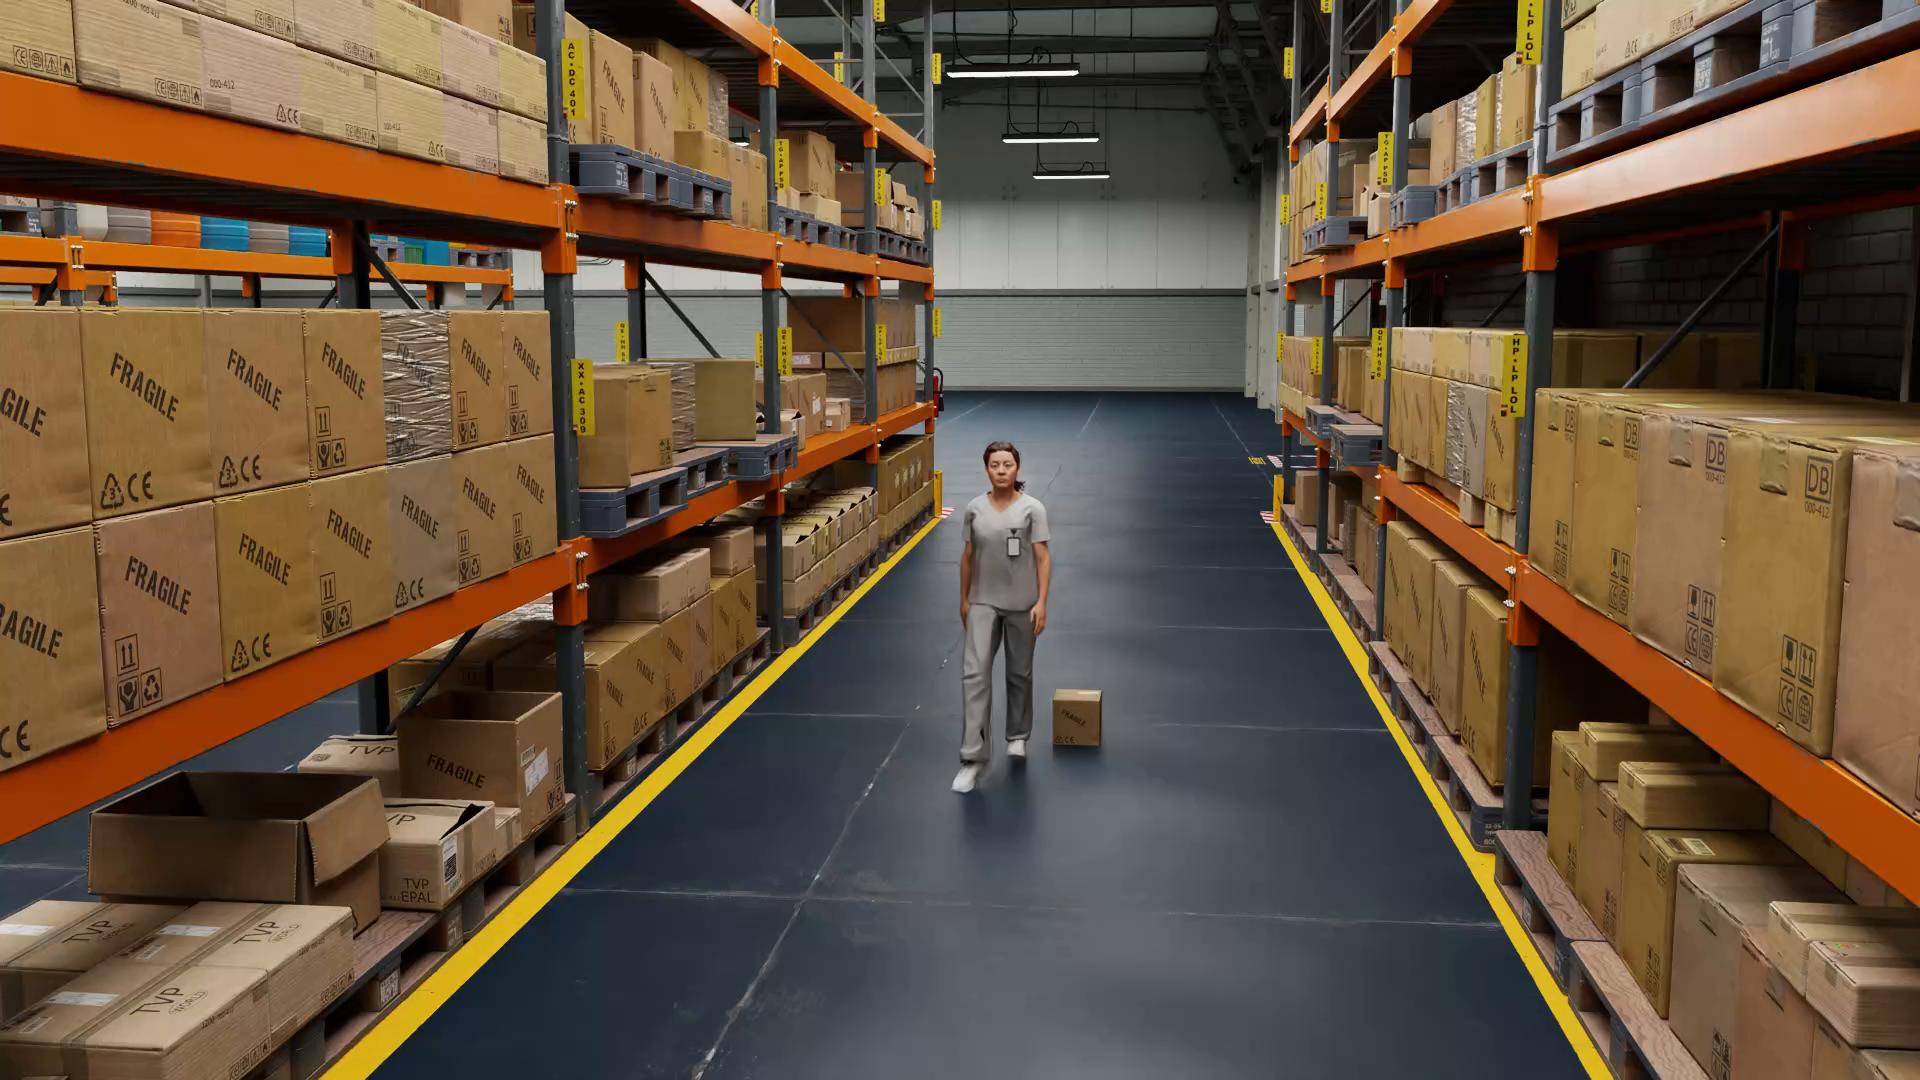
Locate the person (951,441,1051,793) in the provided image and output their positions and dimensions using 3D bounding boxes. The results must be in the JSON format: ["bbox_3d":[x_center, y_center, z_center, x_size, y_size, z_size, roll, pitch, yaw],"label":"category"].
[{"bbox_3d":[0.209,0.342,8.221,0.474,1.647,0.880,1,8,8],"label":"person"}]
